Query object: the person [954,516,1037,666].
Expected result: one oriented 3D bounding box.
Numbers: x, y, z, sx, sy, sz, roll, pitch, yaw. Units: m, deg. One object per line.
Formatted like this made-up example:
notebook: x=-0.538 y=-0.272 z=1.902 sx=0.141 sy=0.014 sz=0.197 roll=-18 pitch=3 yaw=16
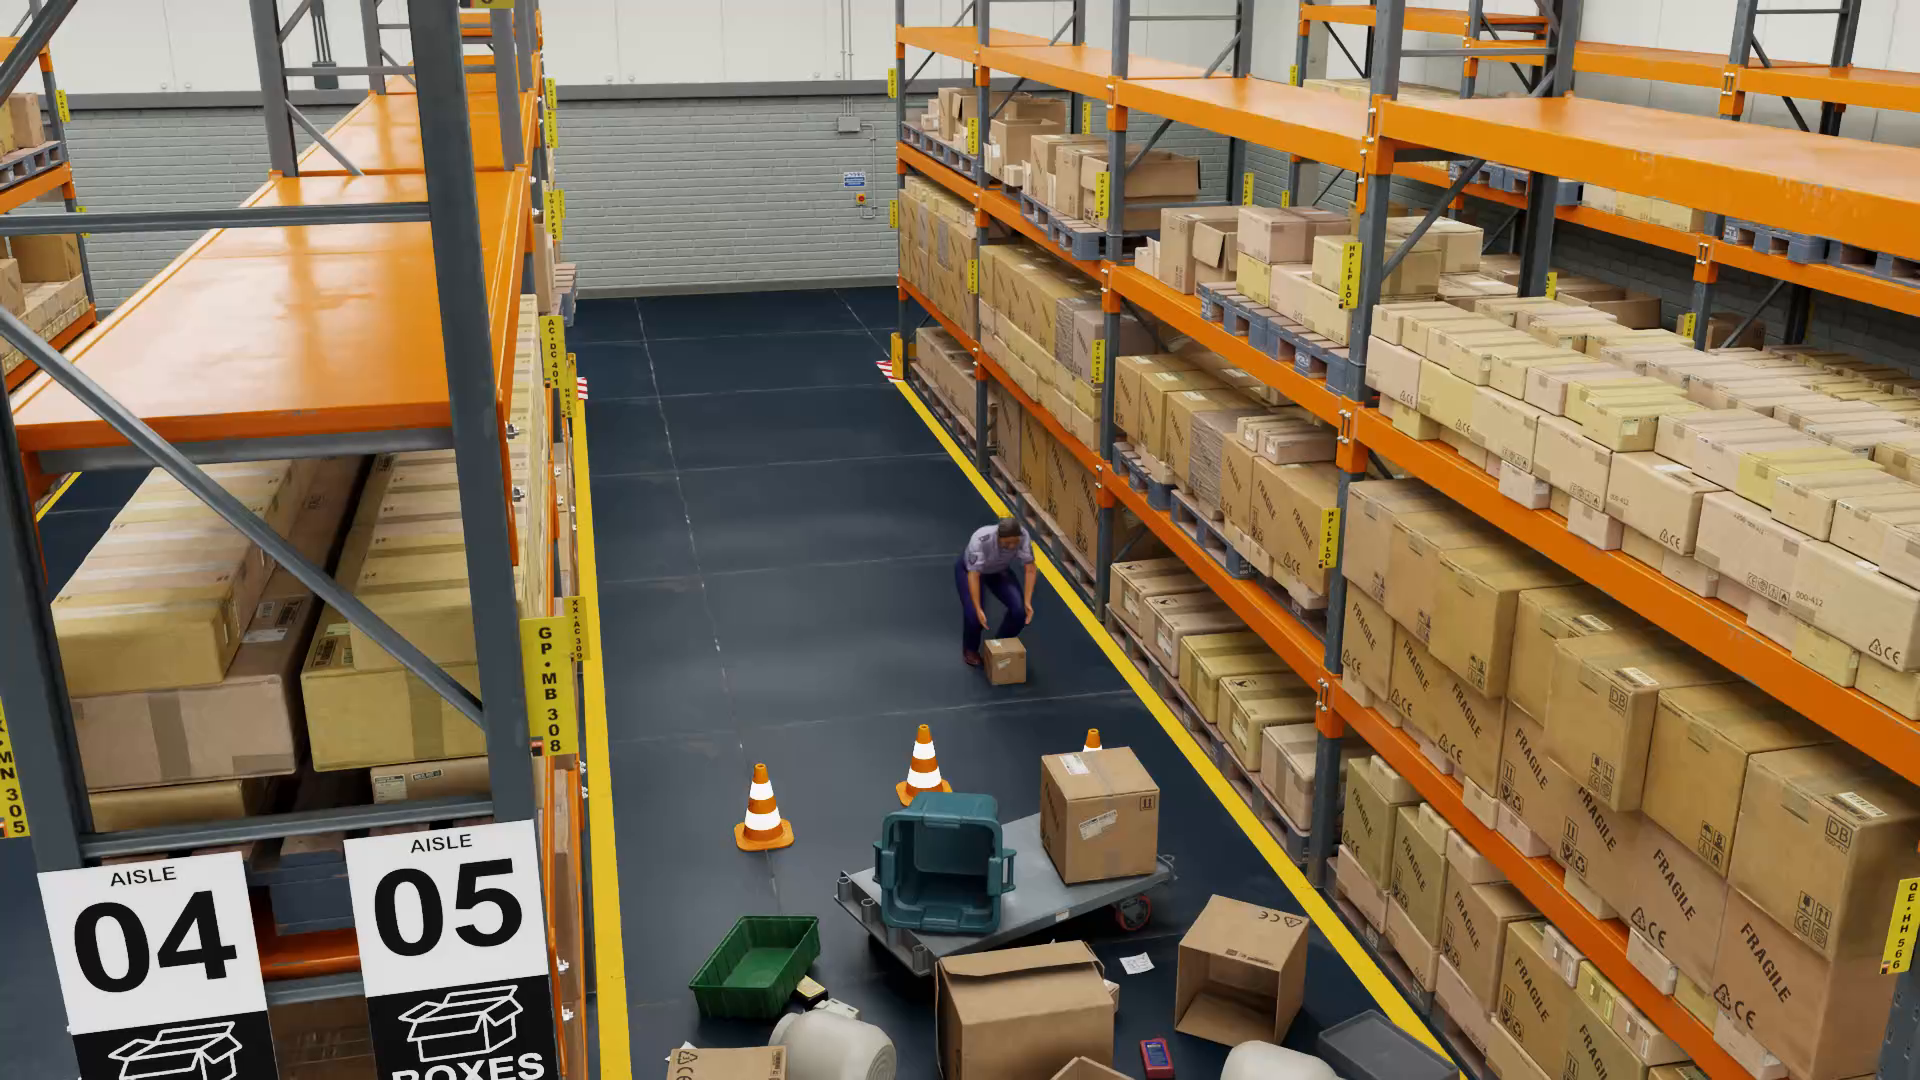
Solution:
person: x=0.262 y=0.316 z=12.165 sx=0.536 sy=1.198 sz=0.741 roll=-5 pitch=20 yaw=-14
